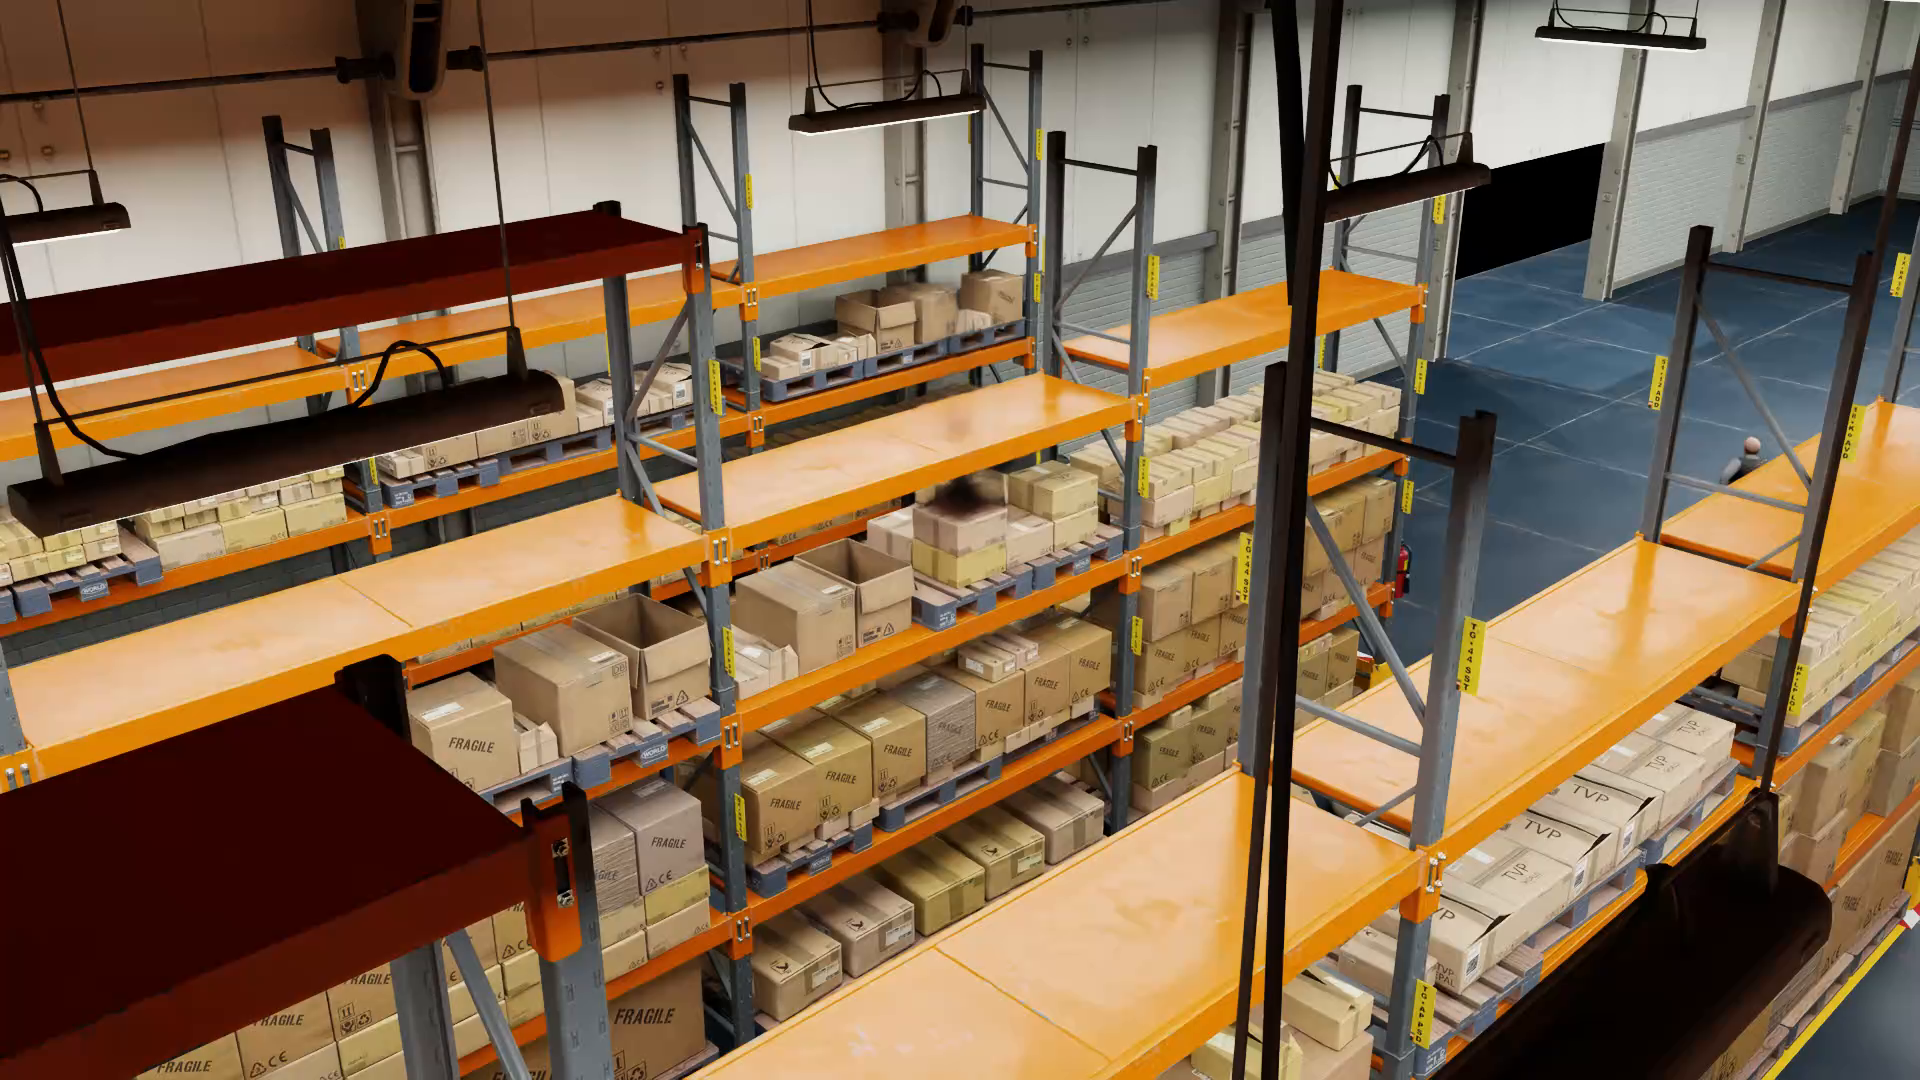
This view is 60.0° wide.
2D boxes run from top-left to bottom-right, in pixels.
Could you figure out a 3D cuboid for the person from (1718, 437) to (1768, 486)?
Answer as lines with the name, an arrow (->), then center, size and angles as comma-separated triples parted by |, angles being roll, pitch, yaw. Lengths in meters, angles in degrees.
person -> 9.122, -0.363, 19.485 | 0.682, 1.708, 0.805 | 3, 23, 8
